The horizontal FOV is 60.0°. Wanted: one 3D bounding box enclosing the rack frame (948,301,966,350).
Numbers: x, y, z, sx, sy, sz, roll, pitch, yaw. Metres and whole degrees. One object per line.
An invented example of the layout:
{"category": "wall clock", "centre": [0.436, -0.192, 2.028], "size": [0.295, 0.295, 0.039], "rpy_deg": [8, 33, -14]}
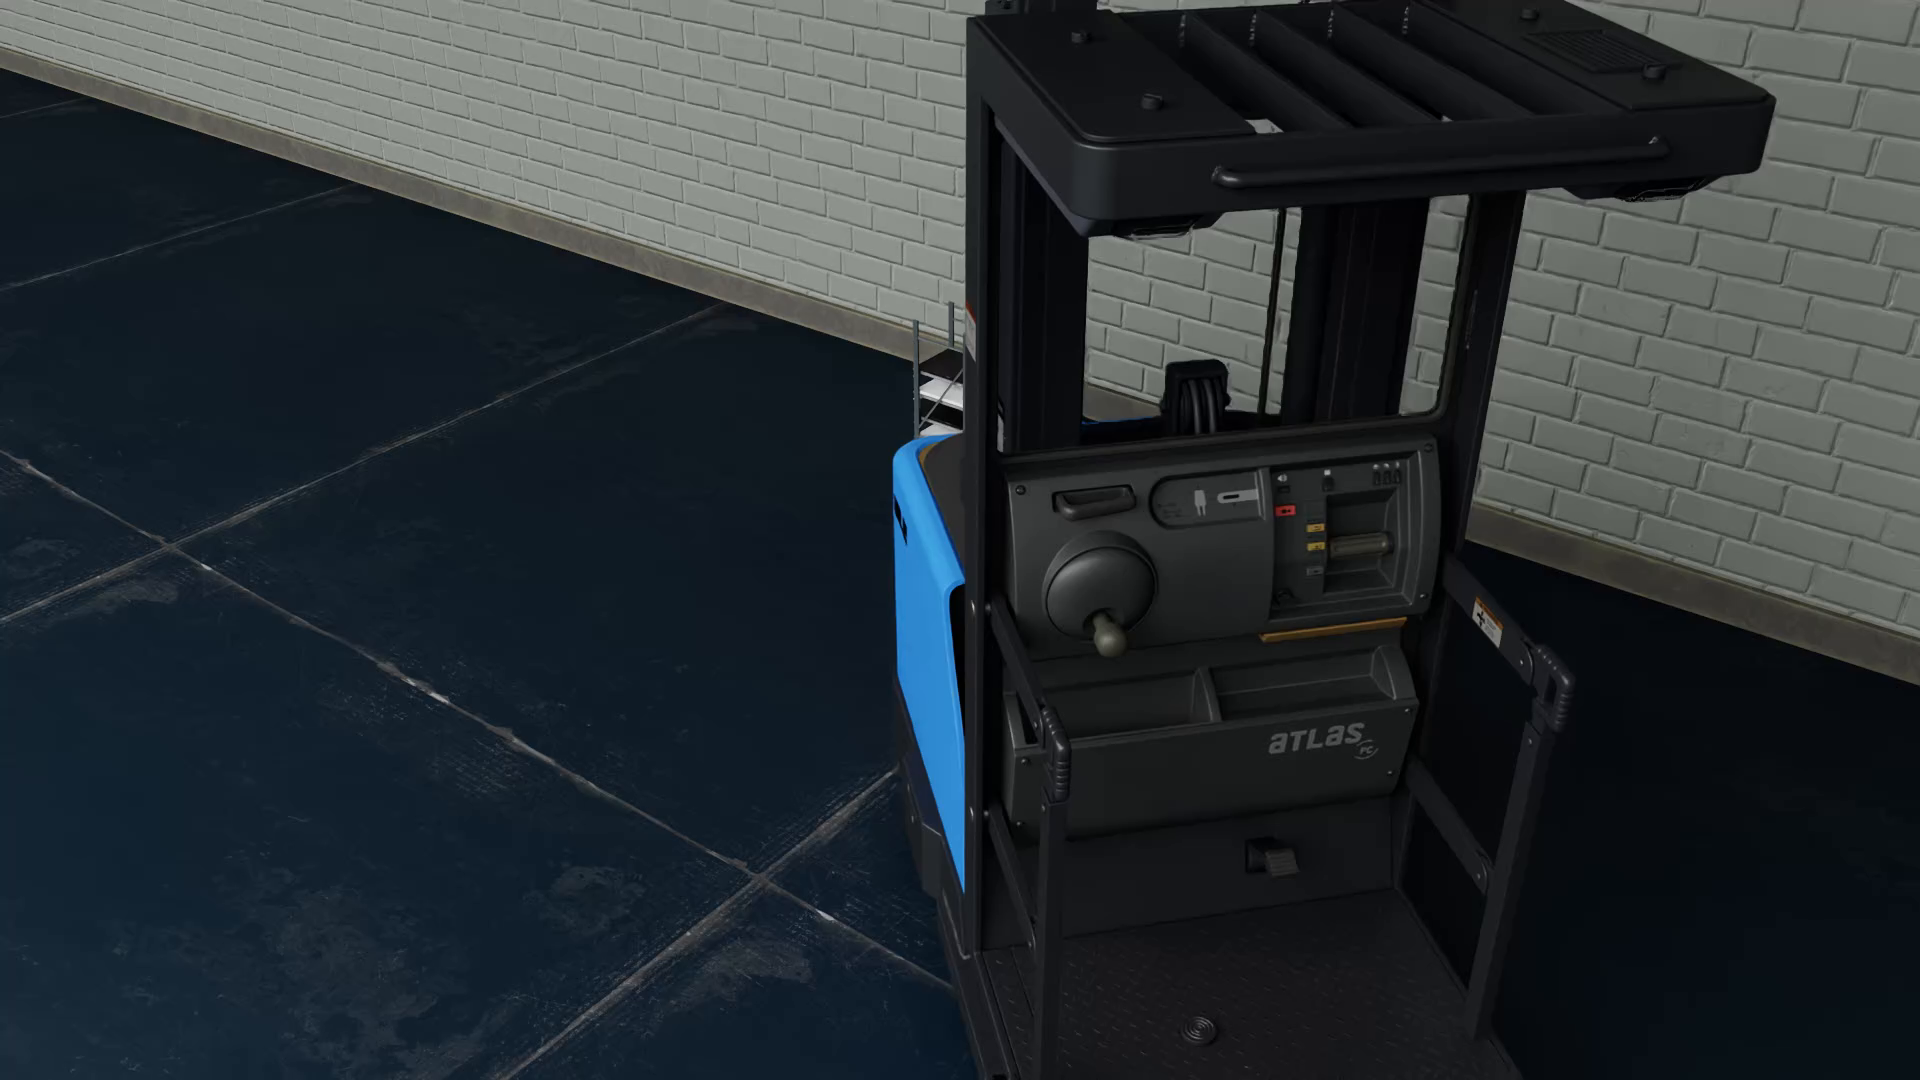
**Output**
{"category": "rack frame", "centre": [0.056, -0.425, 6.085], "size": [0.240, 0.900, 0.006], "rpy_deg": [21, 37, 31]}

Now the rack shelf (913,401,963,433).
{"category": "rack shelf", "centre": [-0.005, -0.433, 5.986], "size": [0.258, 0.077, 0.200], "rpy_deg": [21, 37, 31]}

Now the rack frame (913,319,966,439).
{"category": "rack frame", "centre": [-0.066, -0.342, 5.945], "size": [0.240, 0.900, 0.006], "rpy_deg": [21, 37, 31]}

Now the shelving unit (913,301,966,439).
{"category": "shelving unit", "centre": [-0.005, -0.384, 6.015], "size": [0.258, 0.900, 0.210], "rpy_deg": [21, 37, 31]}

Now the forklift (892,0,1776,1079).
{"category": "forklift", "centre": [0.603, 0.062, 3.271], "size": [1.130, 2.935, 3.031], "rpy_deg": [-6, 31, -10]}

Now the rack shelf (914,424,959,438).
{"category": "rack shelf", "centre": [-0.005, -0.355, 6.032], "size": [0.258, 0.077, 0.200], "rpy_deg": [21, 37, 31]}

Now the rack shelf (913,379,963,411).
{"category": "rack shelf", "centre": [-0.005, -0.510, 5.940], "size": [0.258, 0.077, 0.200], "rpy_deg": [21, 37, 31]}

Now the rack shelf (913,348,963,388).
{"category": "rack shelf", "centre": [-0.005, -0.587, 5.894], "size": [0.258, 0.077, 0.200], "rpy_deg": [21, 37, 31]}
